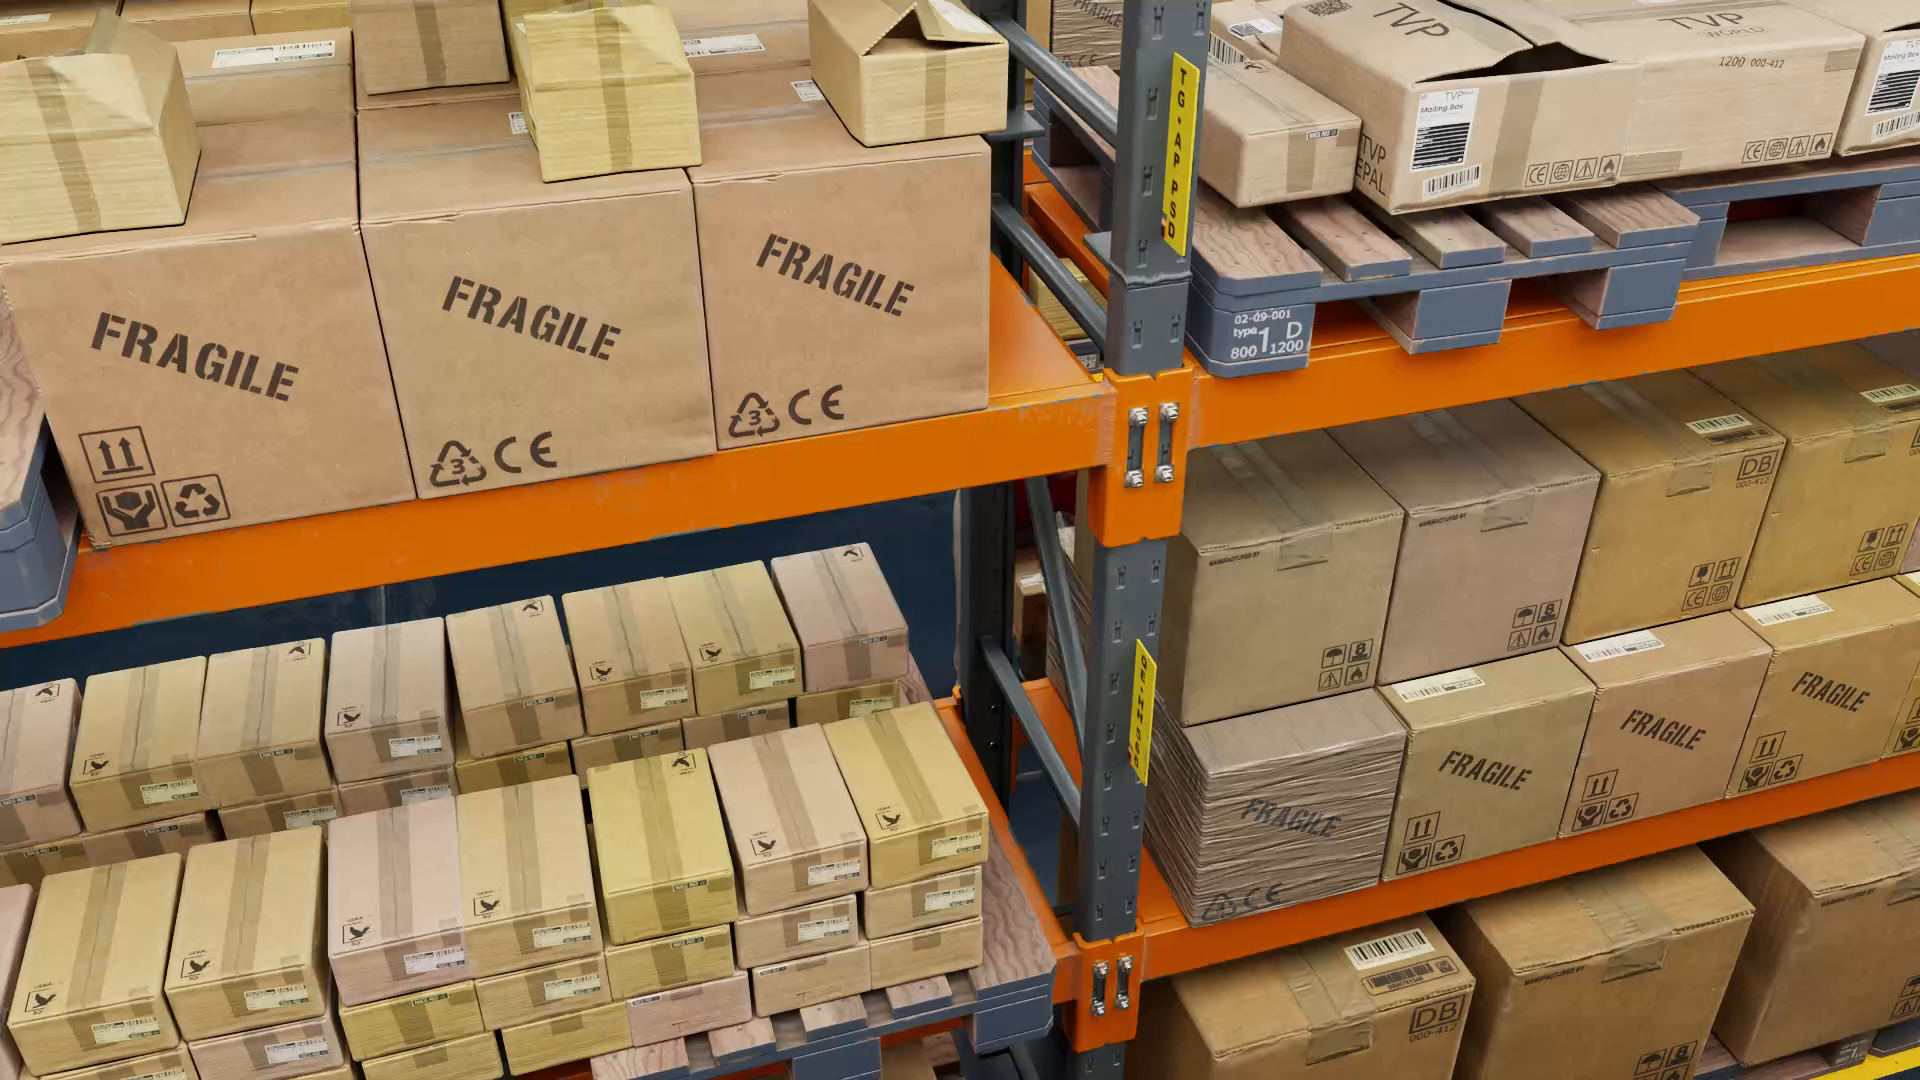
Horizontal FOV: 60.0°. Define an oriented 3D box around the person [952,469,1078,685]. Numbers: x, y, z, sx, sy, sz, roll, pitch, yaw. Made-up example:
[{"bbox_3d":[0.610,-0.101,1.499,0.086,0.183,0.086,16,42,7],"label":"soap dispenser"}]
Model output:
[{"bbox_3d":[0.249,0.078,6.209,0.485,1.548,0.733,-11,35,-16],"label":"person"}]
